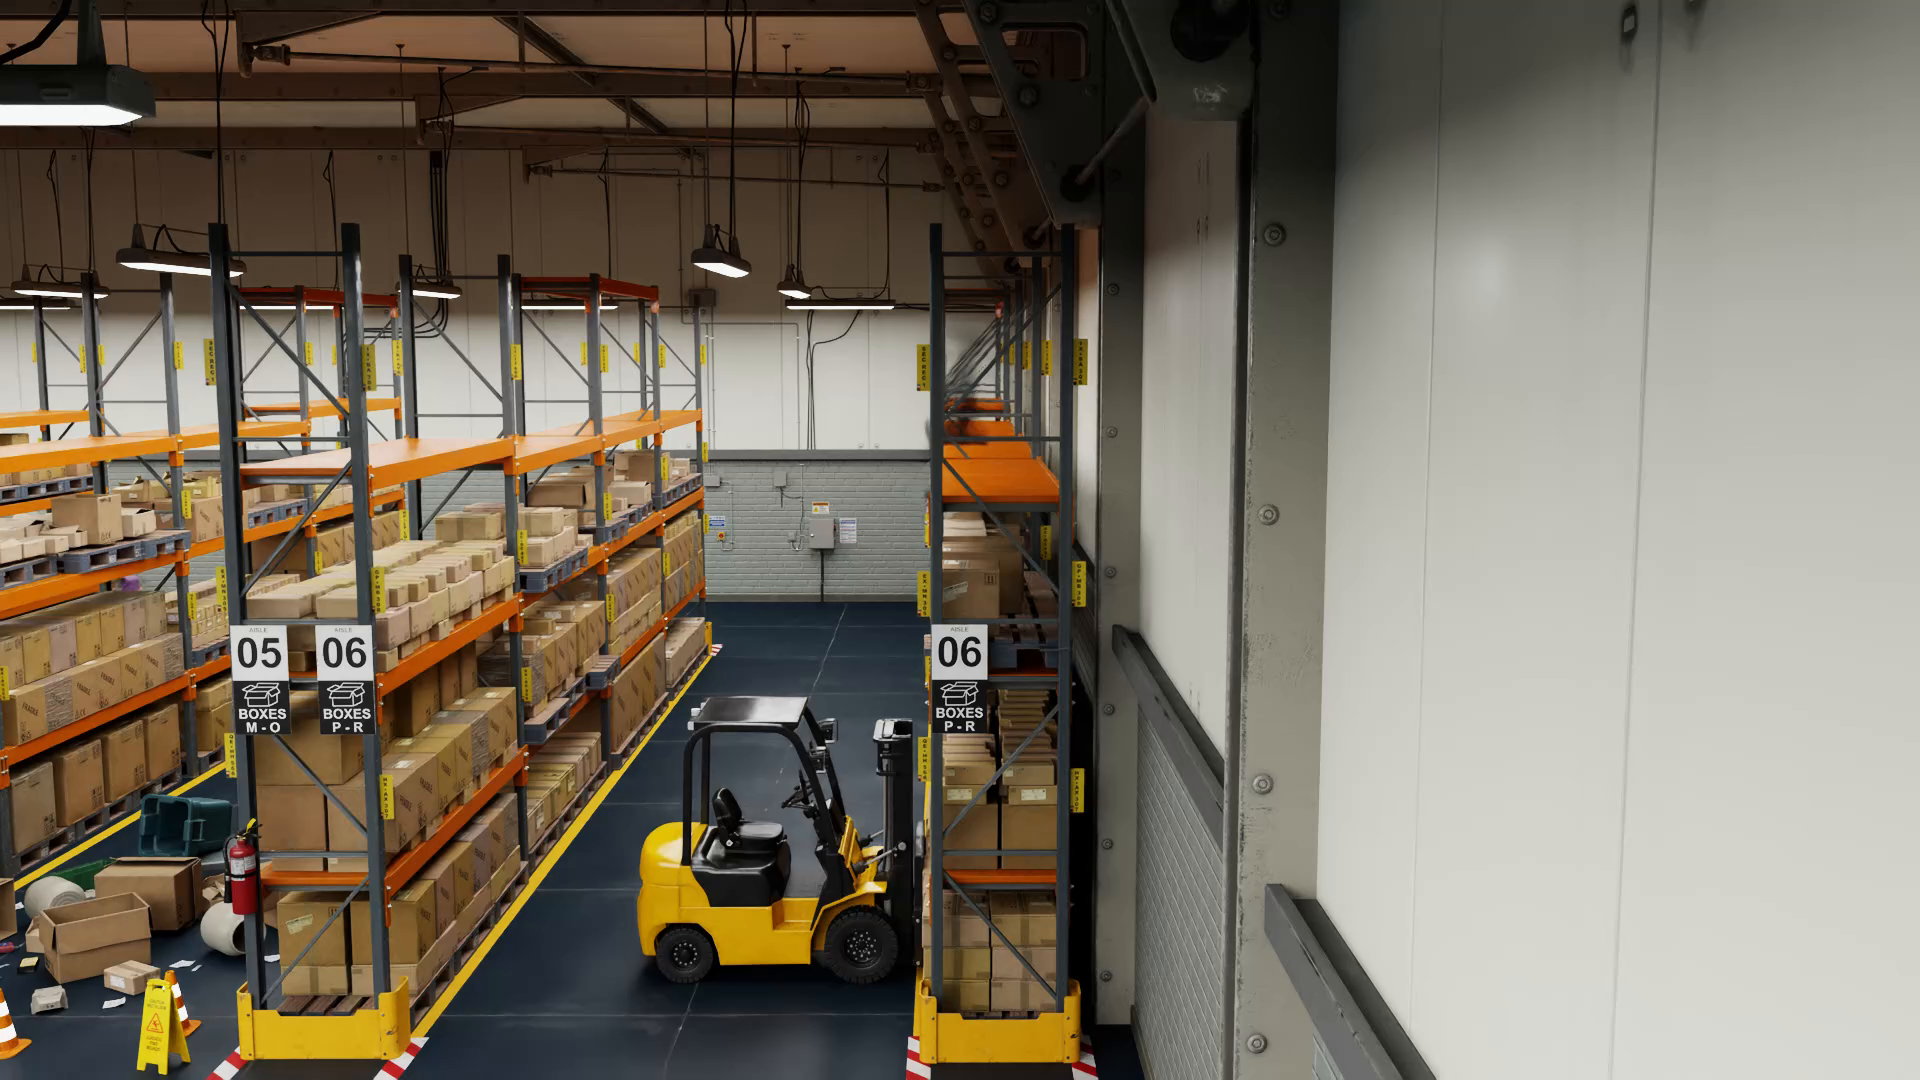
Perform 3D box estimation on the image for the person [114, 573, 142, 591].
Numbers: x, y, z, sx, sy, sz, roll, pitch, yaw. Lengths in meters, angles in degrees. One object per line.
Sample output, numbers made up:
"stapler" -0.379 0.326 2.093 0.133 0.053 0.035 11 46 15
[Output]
"person" -14.411 1.039 28.894 0.480 1.528 0.553 4 8 30
